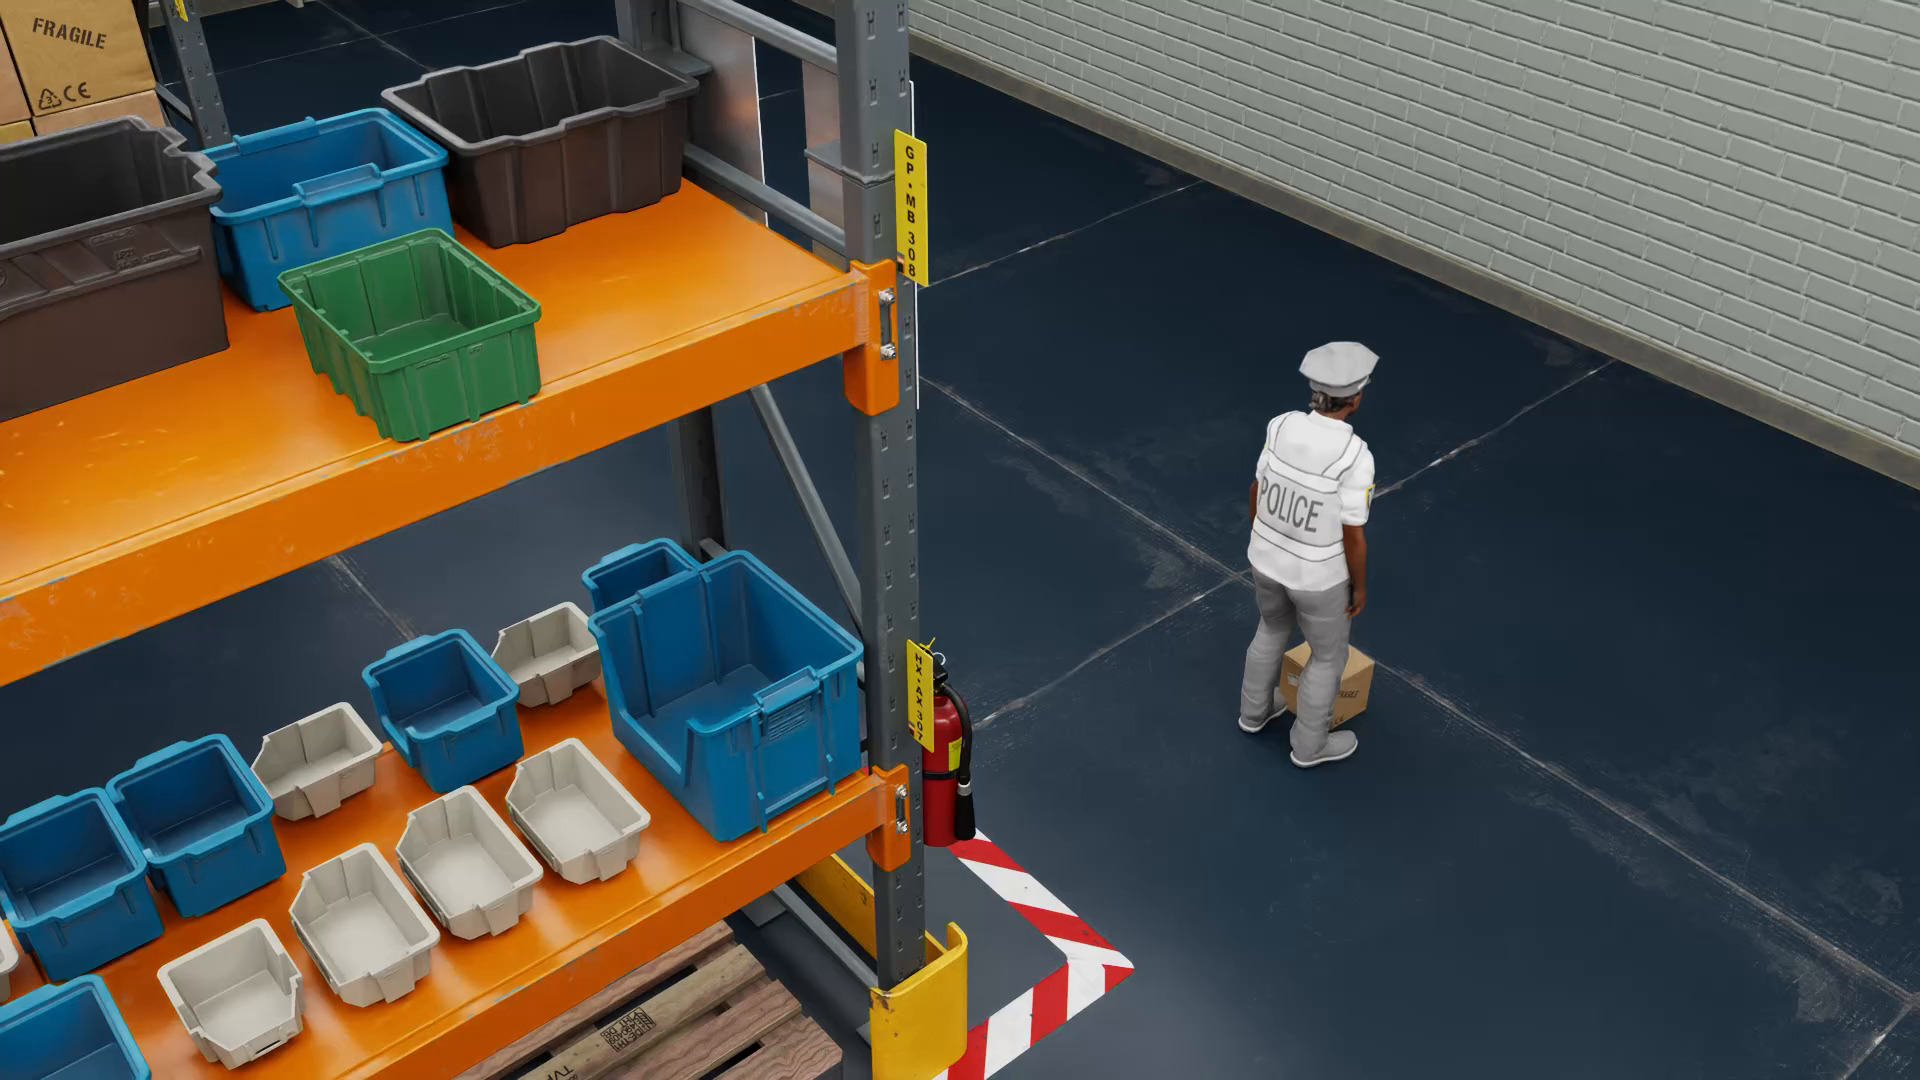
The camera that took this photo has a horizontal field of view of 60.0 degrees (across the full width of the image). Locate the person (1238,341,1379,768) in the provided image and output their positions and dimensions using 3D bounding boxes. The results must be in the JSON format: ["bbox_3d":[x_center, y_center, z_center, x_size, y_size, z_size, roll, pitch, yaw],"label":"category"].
[{"bbox_3d":[1.267,0.088,6.029,0.395,1.657,0.521,-29,45,-34],"label":"person"}]
